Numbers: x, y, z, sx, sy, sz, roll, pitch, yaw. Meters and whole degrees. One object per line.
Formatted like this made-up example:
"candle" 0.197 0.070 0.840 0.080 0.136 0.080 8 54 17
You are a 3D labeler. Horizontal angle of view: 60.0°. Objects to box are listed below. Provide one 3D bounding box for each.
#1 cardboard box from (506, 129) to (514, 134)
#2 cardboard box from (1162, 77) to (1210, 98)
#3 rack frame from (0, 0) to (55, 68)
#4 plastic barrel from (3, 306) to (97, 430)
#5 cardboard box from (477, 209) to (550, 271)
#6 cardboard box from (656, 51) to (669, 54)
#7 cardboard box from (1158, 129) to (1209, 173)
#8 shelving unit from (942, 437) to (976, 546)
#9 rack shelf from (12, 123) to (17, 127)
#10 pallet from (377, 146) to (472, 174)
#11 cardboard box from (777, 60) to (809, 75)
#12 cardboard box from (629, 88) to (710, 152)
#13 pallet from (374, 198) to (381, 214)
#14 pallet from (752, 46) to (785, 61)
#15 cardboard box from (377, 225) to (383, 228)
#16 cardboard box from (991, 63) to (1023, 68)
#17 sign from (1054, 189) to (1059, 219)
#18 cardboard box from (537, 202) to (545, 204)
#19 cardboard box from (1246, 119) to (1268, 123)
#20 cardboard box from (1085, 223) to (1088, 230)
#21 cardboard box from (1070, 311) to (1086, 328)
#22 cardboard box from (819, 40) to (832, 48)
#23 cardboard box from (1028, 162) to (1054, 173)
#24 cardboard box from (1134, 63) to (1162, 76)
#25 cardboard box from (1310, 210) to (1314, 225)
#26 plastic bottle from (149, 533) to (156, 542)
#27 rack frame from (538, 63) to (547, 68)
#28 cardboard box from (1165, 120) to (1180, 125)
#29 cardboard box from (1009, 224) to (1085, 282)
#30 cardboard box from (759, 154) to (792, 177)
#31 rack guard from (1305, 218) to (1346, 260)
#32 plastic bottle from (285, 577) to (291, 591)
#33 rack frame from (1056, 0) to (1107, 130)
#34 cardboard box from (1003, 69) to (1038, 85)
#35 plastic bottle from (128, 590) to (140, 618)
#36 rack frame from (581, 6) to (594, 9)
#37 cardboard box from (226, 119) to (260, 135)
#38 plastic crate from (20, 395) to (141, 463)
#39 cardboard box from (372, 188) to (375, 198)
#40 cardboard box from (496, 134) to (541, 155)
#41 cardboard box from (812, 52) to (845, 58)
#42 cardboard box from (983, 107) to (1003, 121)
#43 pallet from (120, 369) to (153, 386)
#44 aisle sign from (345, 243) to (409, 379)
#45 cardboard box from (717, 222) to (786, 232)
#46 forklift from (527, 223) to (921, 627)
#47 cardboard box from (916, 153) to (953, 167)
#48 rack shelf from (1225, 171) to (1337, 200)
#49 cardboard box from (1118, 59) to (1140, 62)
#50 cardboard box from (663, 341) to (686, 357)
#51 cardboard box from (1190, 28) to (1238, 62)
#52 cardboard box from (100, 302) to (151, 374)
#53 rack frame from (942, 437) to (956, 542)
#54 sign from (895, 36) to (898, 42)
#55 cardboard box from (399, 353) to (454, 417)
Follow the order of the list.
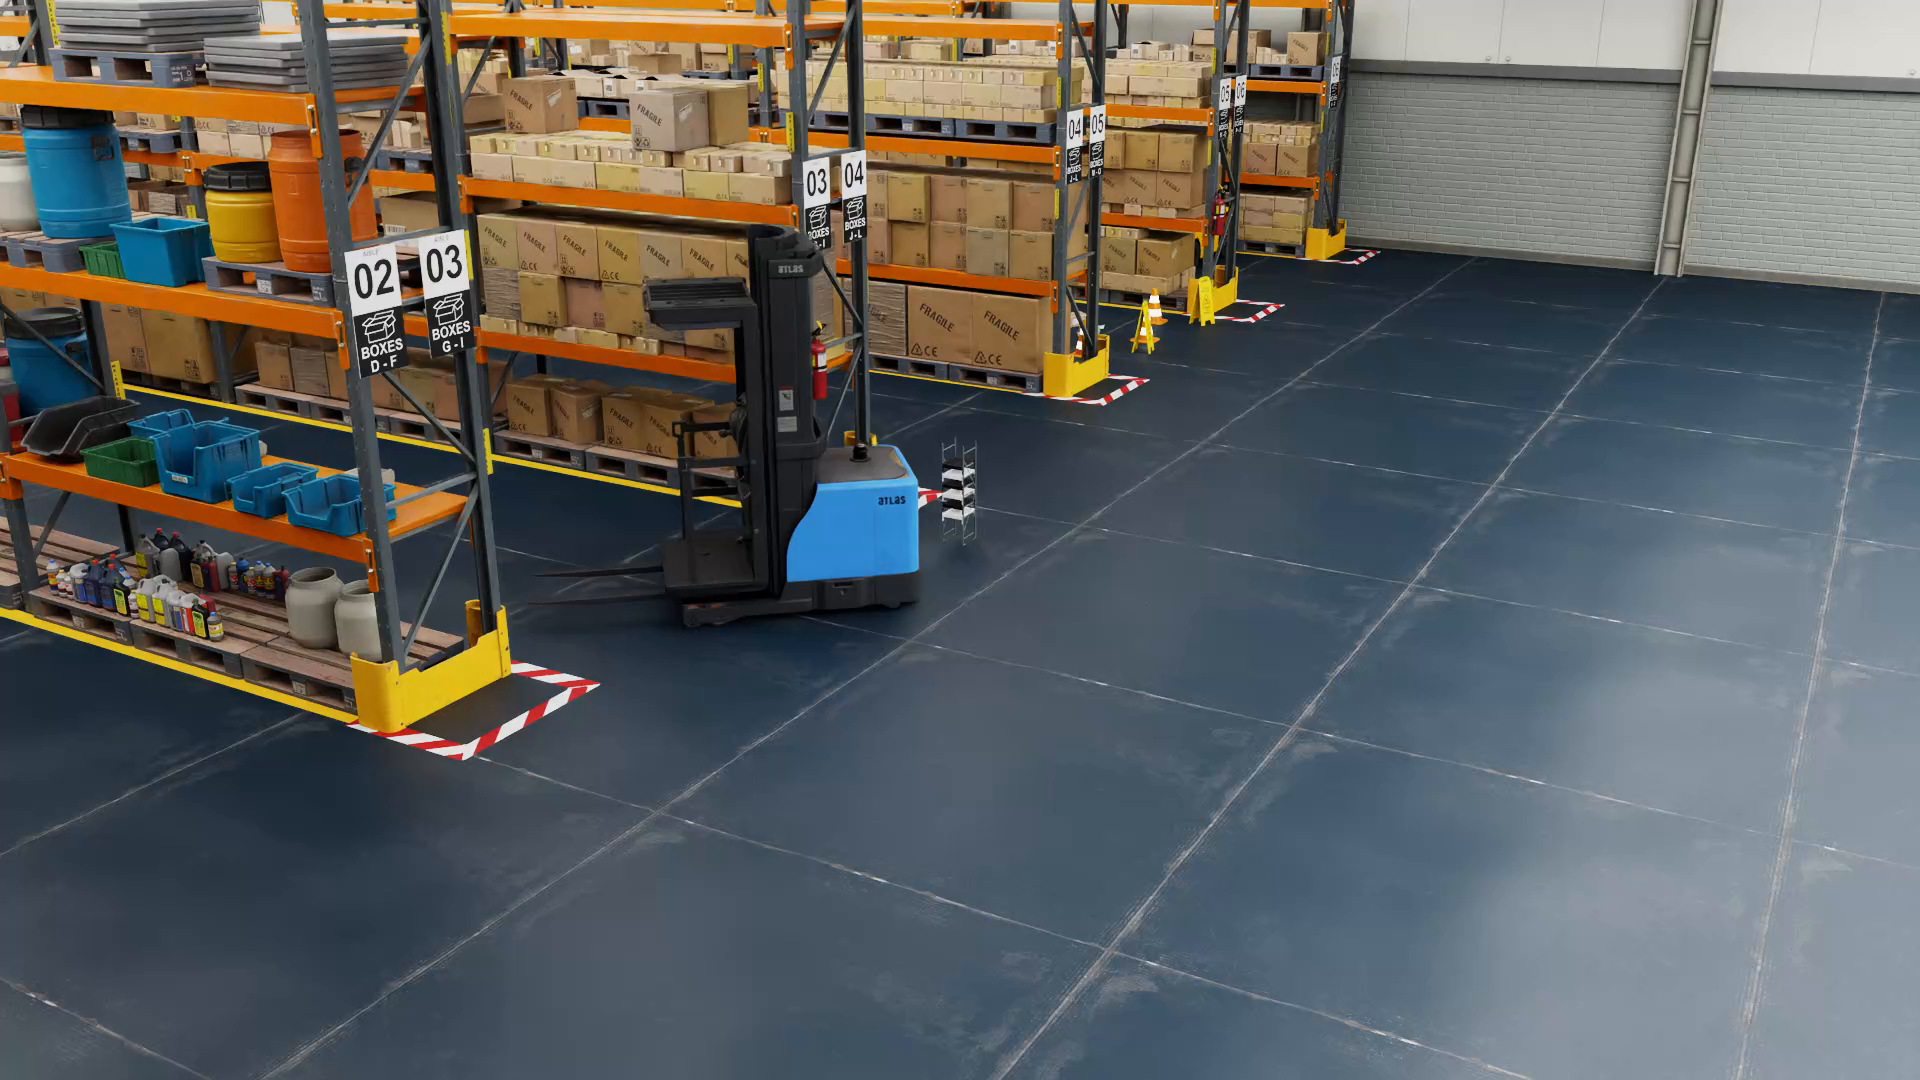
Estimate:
"cardboard box" -7.778 -7.335 28.872 0.500 0.500 0.500 10 22 27
"cardboard box" 3.105 -6.223 22.806 0.500 0.250 0.500 10 22 27
"rack frame" -7.057 -3.800 11.942 0.127 3.000 1.000 11 23 27
"plastic barrel" -7.247 -1.370 13.305 0.708 0.901 0.600 11 23 27
"cardboard box" -4.373 -2.961 16.376 0.500 0.500 0.500 11 23 27
"cardboard box" -4.674 -7.739 26.780 0.258 0.266 0.396 10 22 26
"cardboard box" 3.131 -5.416 23.146 0.500 0.500 0.700 10 22 26
"shelving unit" -0.007 -0.424 14.513 0.210 0.900 0.258 11 23 27
"rack shelf" -13.372 -5.189 21.225 4.000 0.370 1.077 11 23 27
"pallet" -5.129 -3.910 16.921 1.003 0.211 1.213 11 23 27
"cardboard box" -1.982 -5.663 19.915 0.250 0.149 0.380 11 23 28
"cardboard box" -2.626 -3.803 15.034 0.500 0.500 0.500 11 23 27
"pallet" -8.522 -4.984 24.284 1.213 0.211 1.003 11 23 27
"pallet" -3.840 -9.405 32.070 1.003 0.211 1.213 11 23 27
"cardboard box" -8.345 -4.571 24.814 0.500 0.250 0.500 10 22 26
"cardboard box" 0.559 -5.437 19.290 0.250 0.149 0.380 11 23 28
"sign" 1.081 -3.745 18.543 0.005 0.325 0.100 11 23 27
"cardboard box" -5.366 -4.471 22.443 0.500 0.500 0.500 11 23 28
"cardboard box" 5.011 -7.004 28.038 0.250 0.149 0.380 12 23 29
"cardboard box" 1.730 -4.475 24.916 0.500 0.500 0.500 12 23 30
"cardboard box" 1.555 -3.015 22.758 0.380 0.149 0.250 -11 23 -29
"cardboard box" -2.421 -9.284 31.094 0.250 0.149 0.380 12 23 29
"cardboard box" 1.321 -5.271 24.212 0.500 0.500 0.500 11 22 27
"cardboard box" 2.610 -6.523 23.047 0.250 0.149 0.380 11 23 28
"cardboard box" 5.792 -5.497 28.102 0.500 0.250 0.500 11 23 28
"plastic bottle" -6.476 0.072 13.403 0.133 0.283 0.061 12 23 30
"rack frame" -6.793 -6.735 28.830 0.127 3.000 1.000 11 23 27
"cardboard box" 3.656 -7.068 28.216 0.250 0.149 0.380 10 22 26
"cardboard box" 1.012 -3.367 19.327 0.550 0.550 0.875 11 23 27
"cardboard box" -1.544 -3.269 14.513 0.250 0.149 0.380 11 23 27
"rack guard" 6.122 -5.038 27.819 0.348 0.500 1.175 11 23 27
"plastic bottle" -5.086 0.383 12.667 0.097 0.201 0.097 0 20 0
"rack frame" 1.358 -6.069 18.197 0.127 3.000 1.000 11 23 27
"cardboard box" 0.681 -5.157 18.518 0.250 0.149 0.380 11 23 28
"plastic bottle" -6.154 0.472 12.421 0.097 0.201 0.097 0 20 0
"rack frame" -7.867 -11.698 33.716 0.127 3.000 1.000 11 23 27
"cardboard box" -7.408 -4.571 17.587 0.500 0.500 0.500 11 23 28
"plastic crate" -6.662 -0.826 12.631 0.504 0.338 0.767 11 23 27
"cardboard box" -8.319 -4.992 23.779 0.250 0.149 0.380 11 23 28
"cardboard box" -4.242 -3.811 16.008 0.250 0.149 0.380 10 22 25
"cardboard box" -1.955 -7.283 25.791 0.637 0.503 0.797 11 23 27
"cardboard box" 0.458 -4.824 18.770 0.250 0.149 0.380 11 23 28
"pallet" -9.846 -2.165 20.322 1.213 0.211 1.003 11 23 27
"aisle sign" -3.647 -1.436 10.411 0.004 0.787 0.394 11 23 27
"cardboard box" -1.930 -2.704 15.668 0.500 0.500 0.500 11 23 27
"forklift" -1.883 -0.902 12.850 3.031 2.935 1.130 -4 20 -11
"cardboard box" -0.324 -5.797 25.047 0.500 0.500 0.500 10 22 26
"rack shelf" 4.355 -6.212 28.444 4.000 0.370 1.077 11 23 27
"cardboard box" 2.423 -6.767 23.720 0.250 0.149 0.380 11 23 29
"cardboard box" -2.598 -1.860 15.759 0.250 0.149 0.380 11 23 27
"cardboard box" 4.258 -8.230 27.641 0.637 0.503 0.797 12 23 29
"cardboard box" -9.500 -2.589 19.903 0.875 0.875 1.225 11 23 27
"rack frame" -0.096 -0.441 14.560 0.006 0.900 0.240 11 23 27
"sign" -1.150 -9.040 30.028 0.005 0.325 0.100 11 23 27
"cardboard box" -5.574 -1.679 17.914 0.500 0.500 0.700 11 22 27
